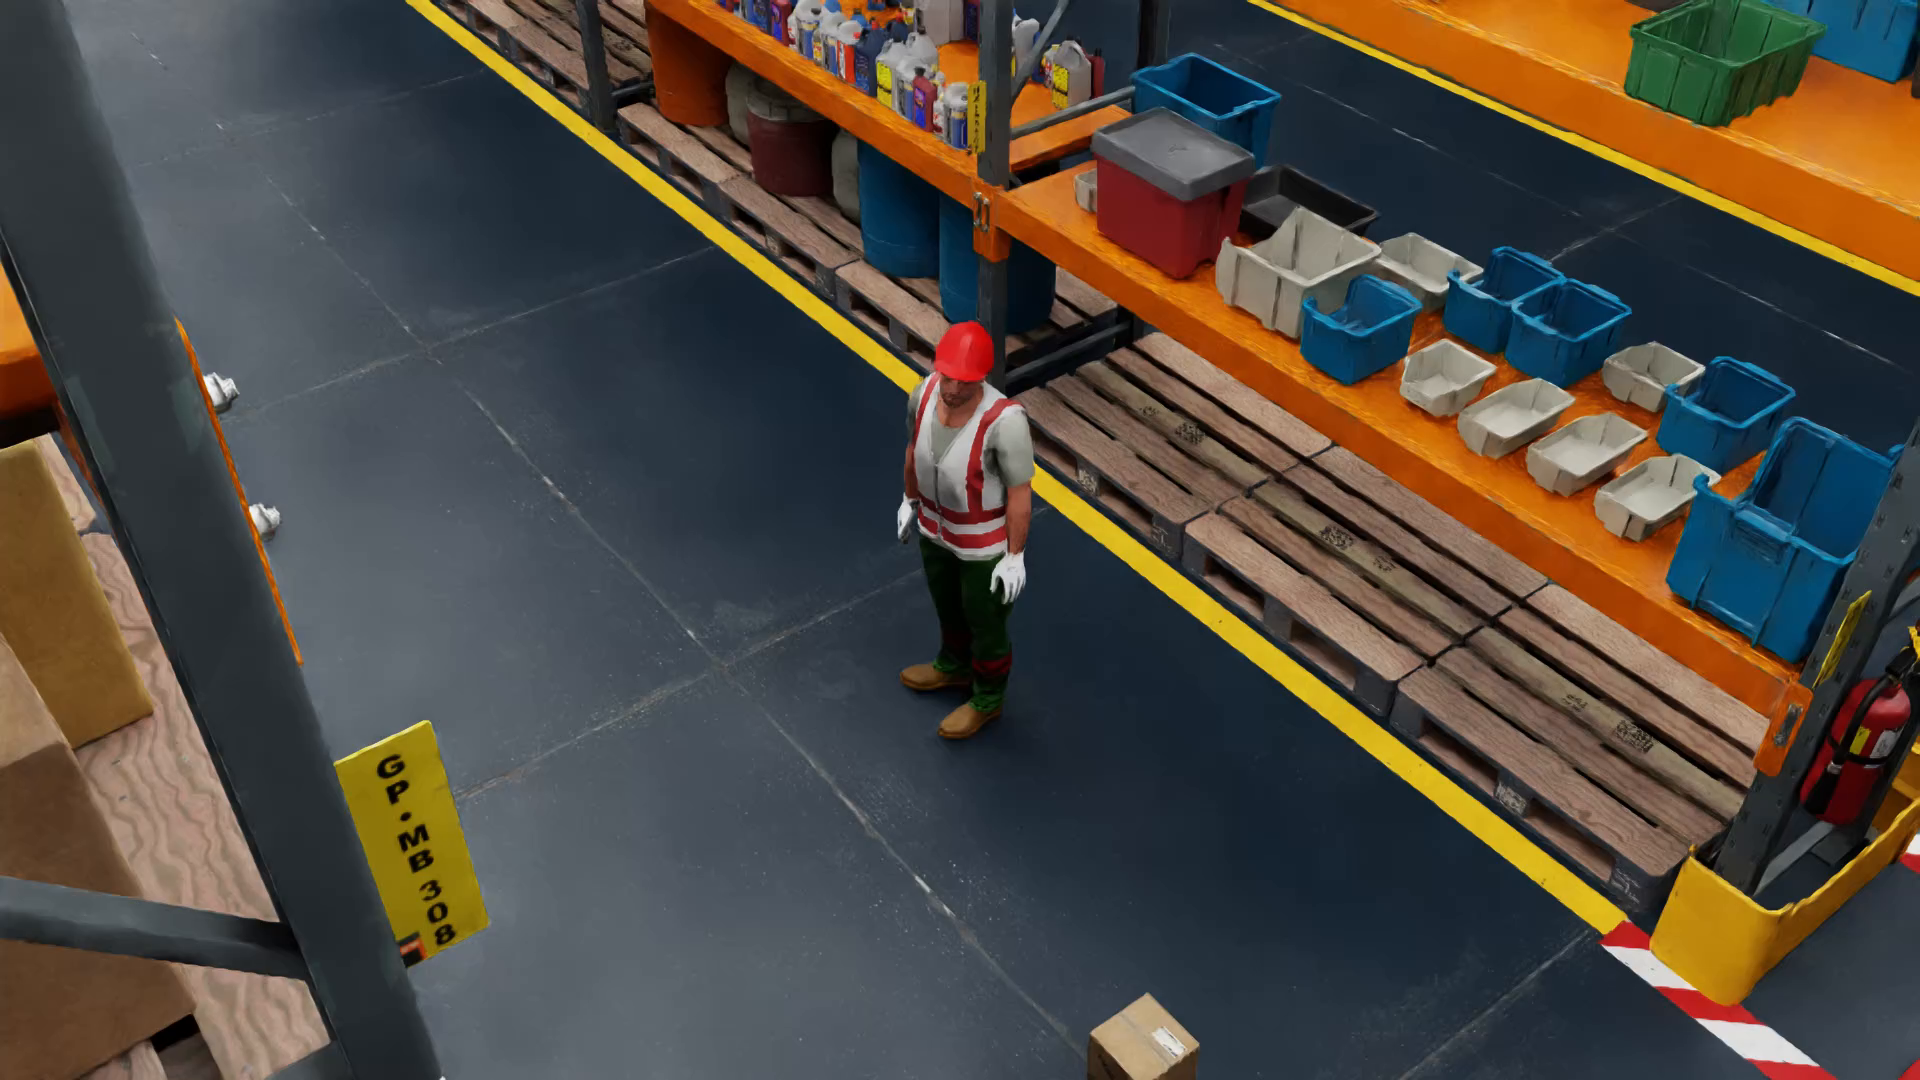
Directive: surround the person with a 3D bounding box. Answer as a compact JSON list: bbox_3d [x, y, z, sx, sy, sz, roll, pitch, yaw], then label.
[{"bbox_3d":[0.000,-0.018,6.113,0.632,1.797,0.377,32,49,32],"label":"person"}]
